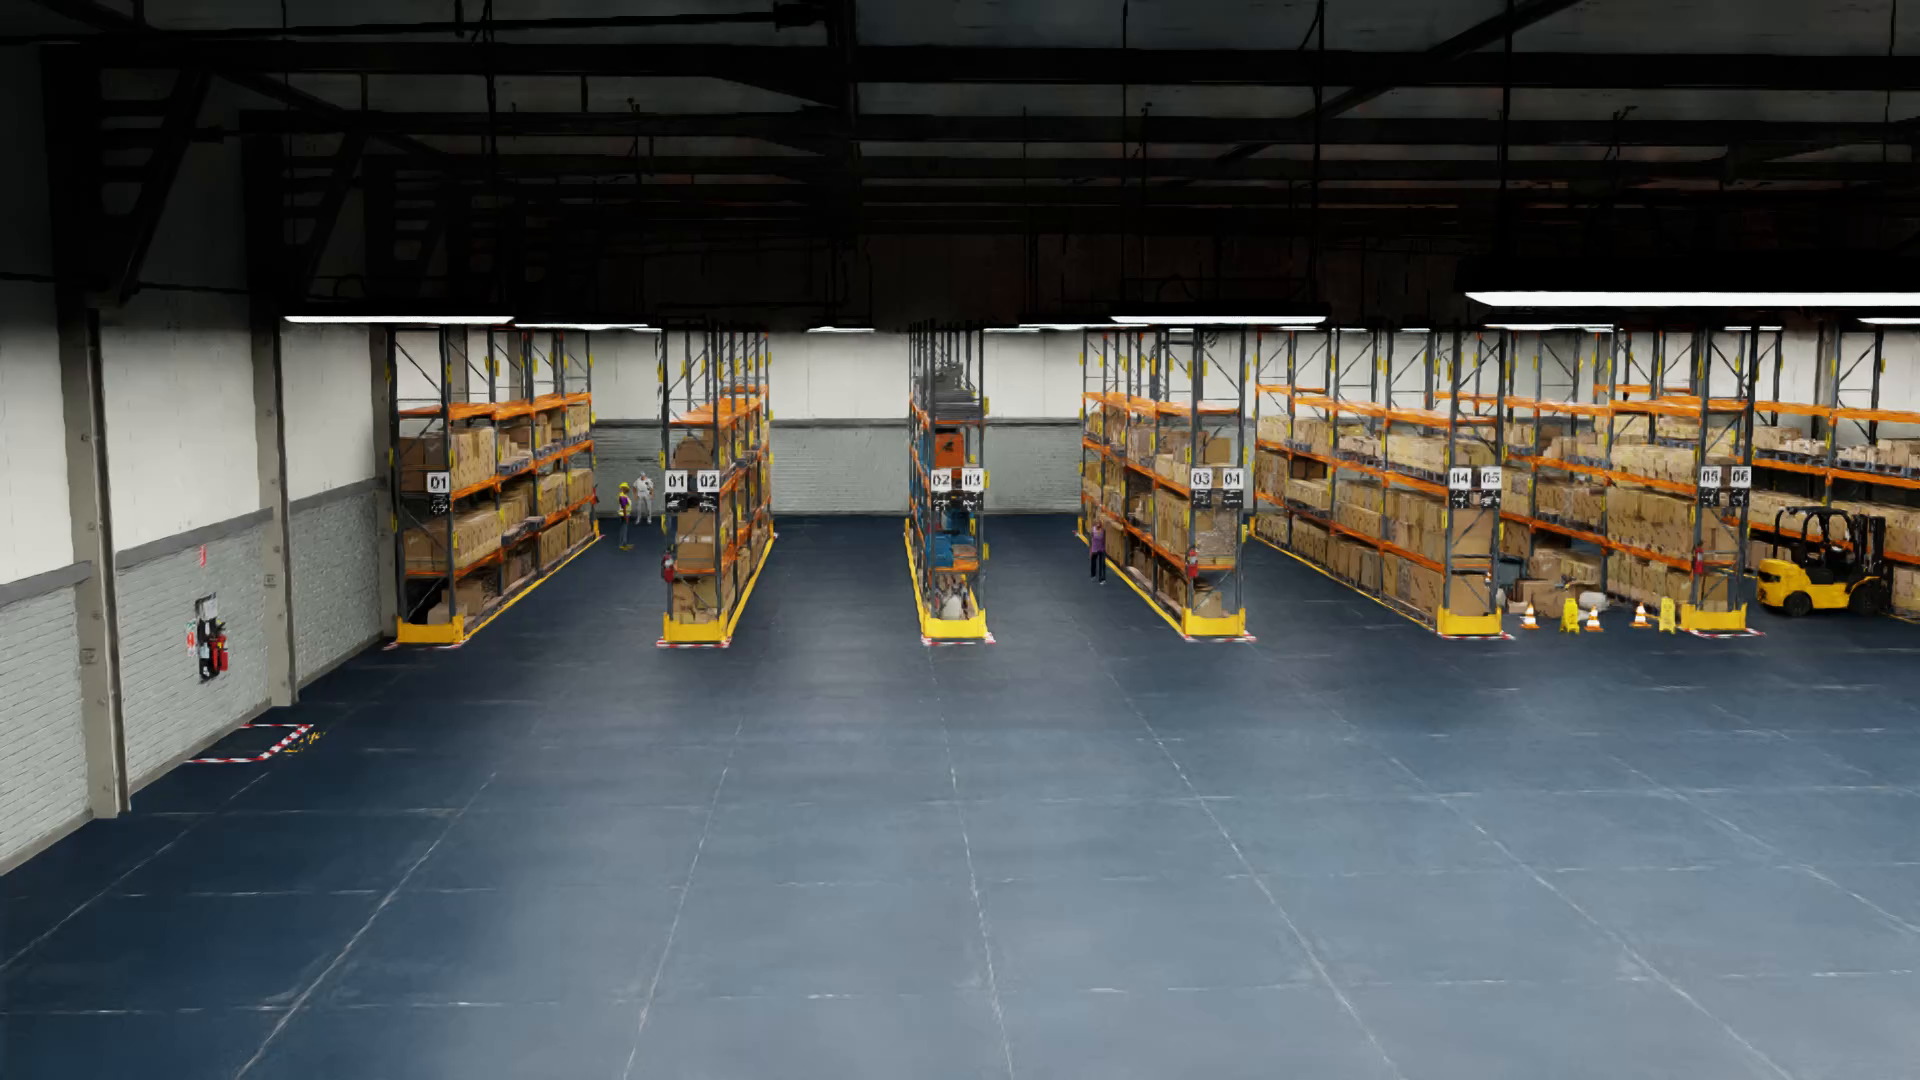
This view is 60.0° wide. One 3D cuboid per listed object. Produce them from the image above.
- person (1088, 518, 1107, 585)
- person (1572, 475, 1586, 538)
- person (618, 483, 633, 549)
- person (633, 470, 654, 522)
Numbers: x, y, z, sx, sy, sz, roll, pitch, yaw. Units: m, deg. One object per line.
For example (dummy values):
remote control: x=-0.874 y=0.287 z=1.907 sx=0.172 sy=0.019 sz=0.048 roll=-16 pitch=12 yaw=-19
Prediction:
person: x=3.155 y=0.238 z=38.246 sx=0.417 sy=1.517 sz=1.036 roll=0 pitch=7 yaw=0
person: x=17.420 y=-0.931 z=46.623 sx=0.412 sy=1.786 sz=0.664 roll=0 pitch=7 yaw=0
person: x=-8.934 y=-0.658 z=44.421 sx=0.389 sy=1.764 sz=0.665 roll=-2 pitch=7 yaw=-13
person: x=-9.646 y=-1.328 z=50.700 sx=0.625 sy=1.611 sz=0.575 roll=-1 pitch=7 yaw=-6
